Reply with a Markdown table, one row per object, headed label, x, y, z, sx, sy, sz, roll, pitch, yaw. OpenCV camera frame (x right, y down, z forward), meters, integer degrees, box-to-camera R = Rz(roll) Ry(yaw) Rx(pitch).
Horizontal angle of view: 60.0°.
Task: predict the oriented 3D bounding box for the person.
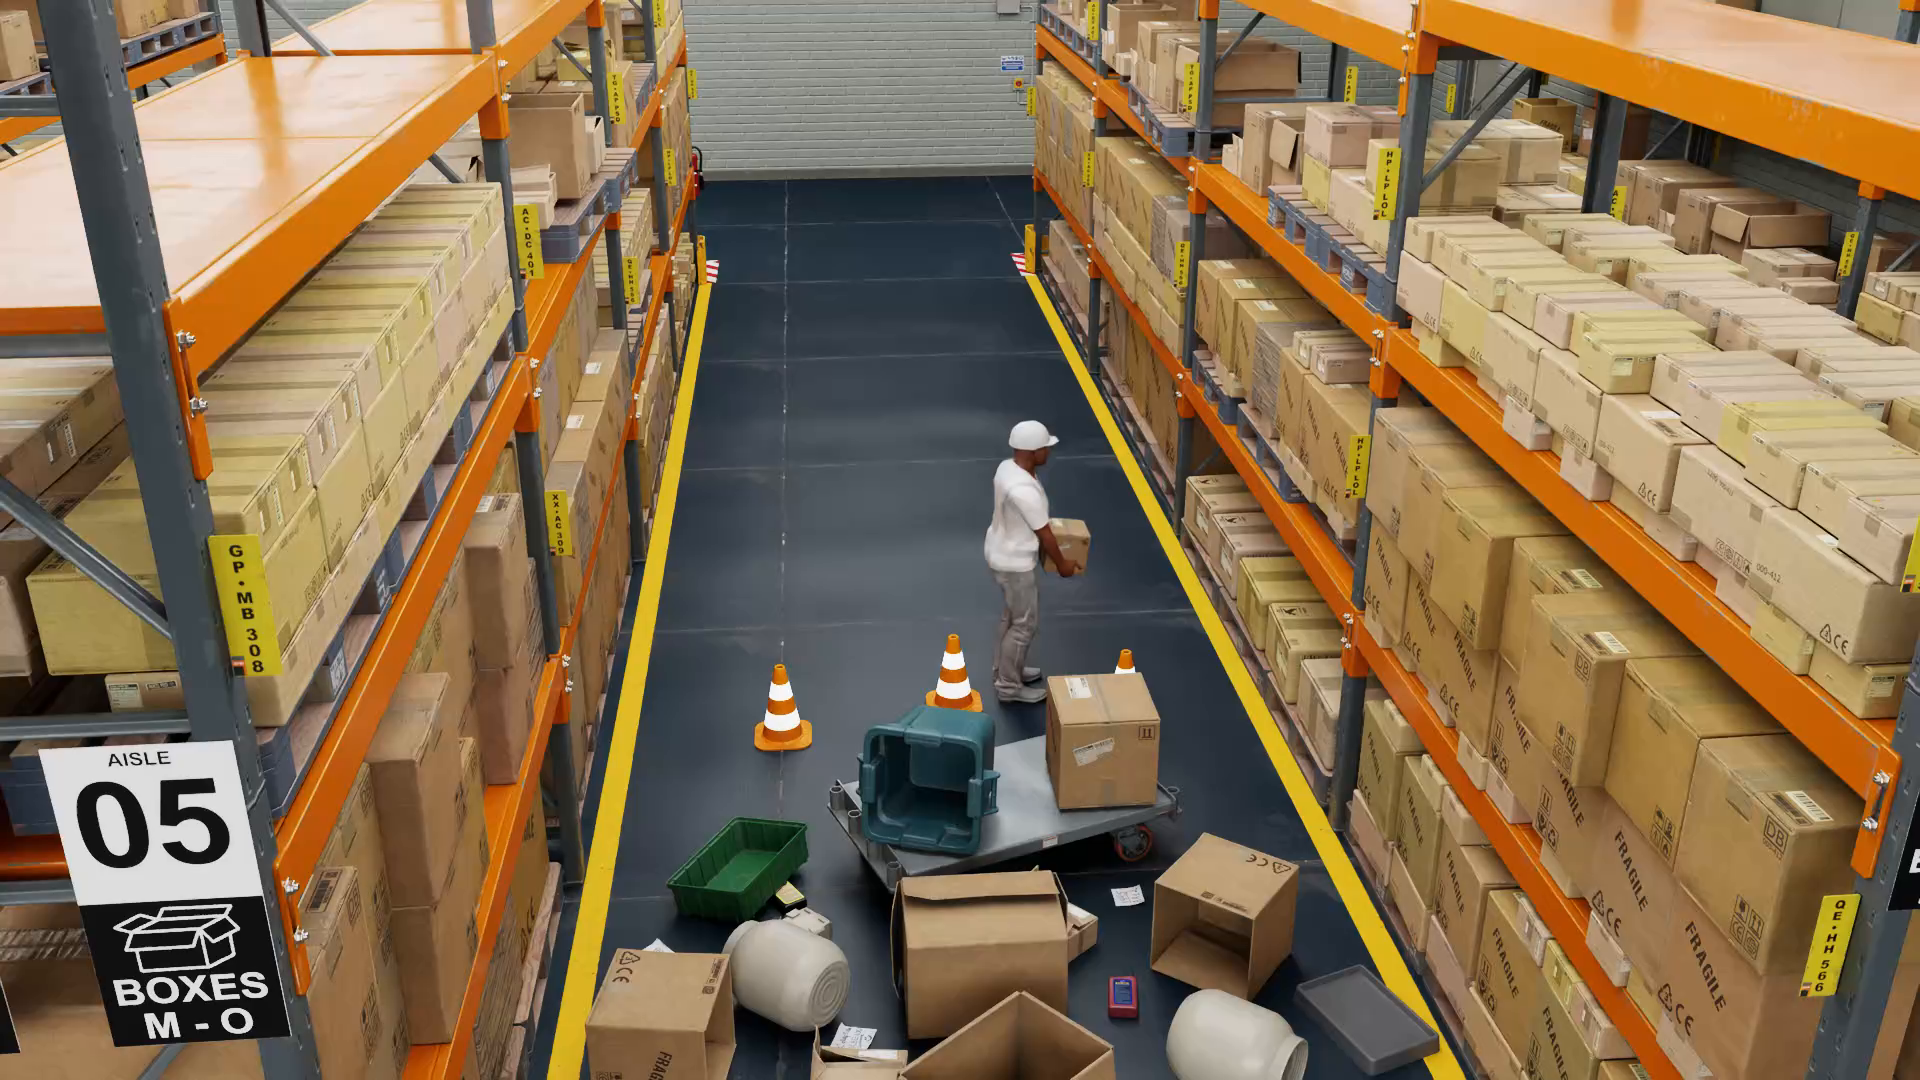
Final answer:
| label | x | y | z | sx | sy | sz | roll | pitch | yaw |
| --- | --- | --- | --- | --- | --- | --- | --- | --- | --- |
| person | 0.437 | 0.115 | 10.044 | 0.577 | 1.755 | 0.505 | -3 | 24 | -6 |
